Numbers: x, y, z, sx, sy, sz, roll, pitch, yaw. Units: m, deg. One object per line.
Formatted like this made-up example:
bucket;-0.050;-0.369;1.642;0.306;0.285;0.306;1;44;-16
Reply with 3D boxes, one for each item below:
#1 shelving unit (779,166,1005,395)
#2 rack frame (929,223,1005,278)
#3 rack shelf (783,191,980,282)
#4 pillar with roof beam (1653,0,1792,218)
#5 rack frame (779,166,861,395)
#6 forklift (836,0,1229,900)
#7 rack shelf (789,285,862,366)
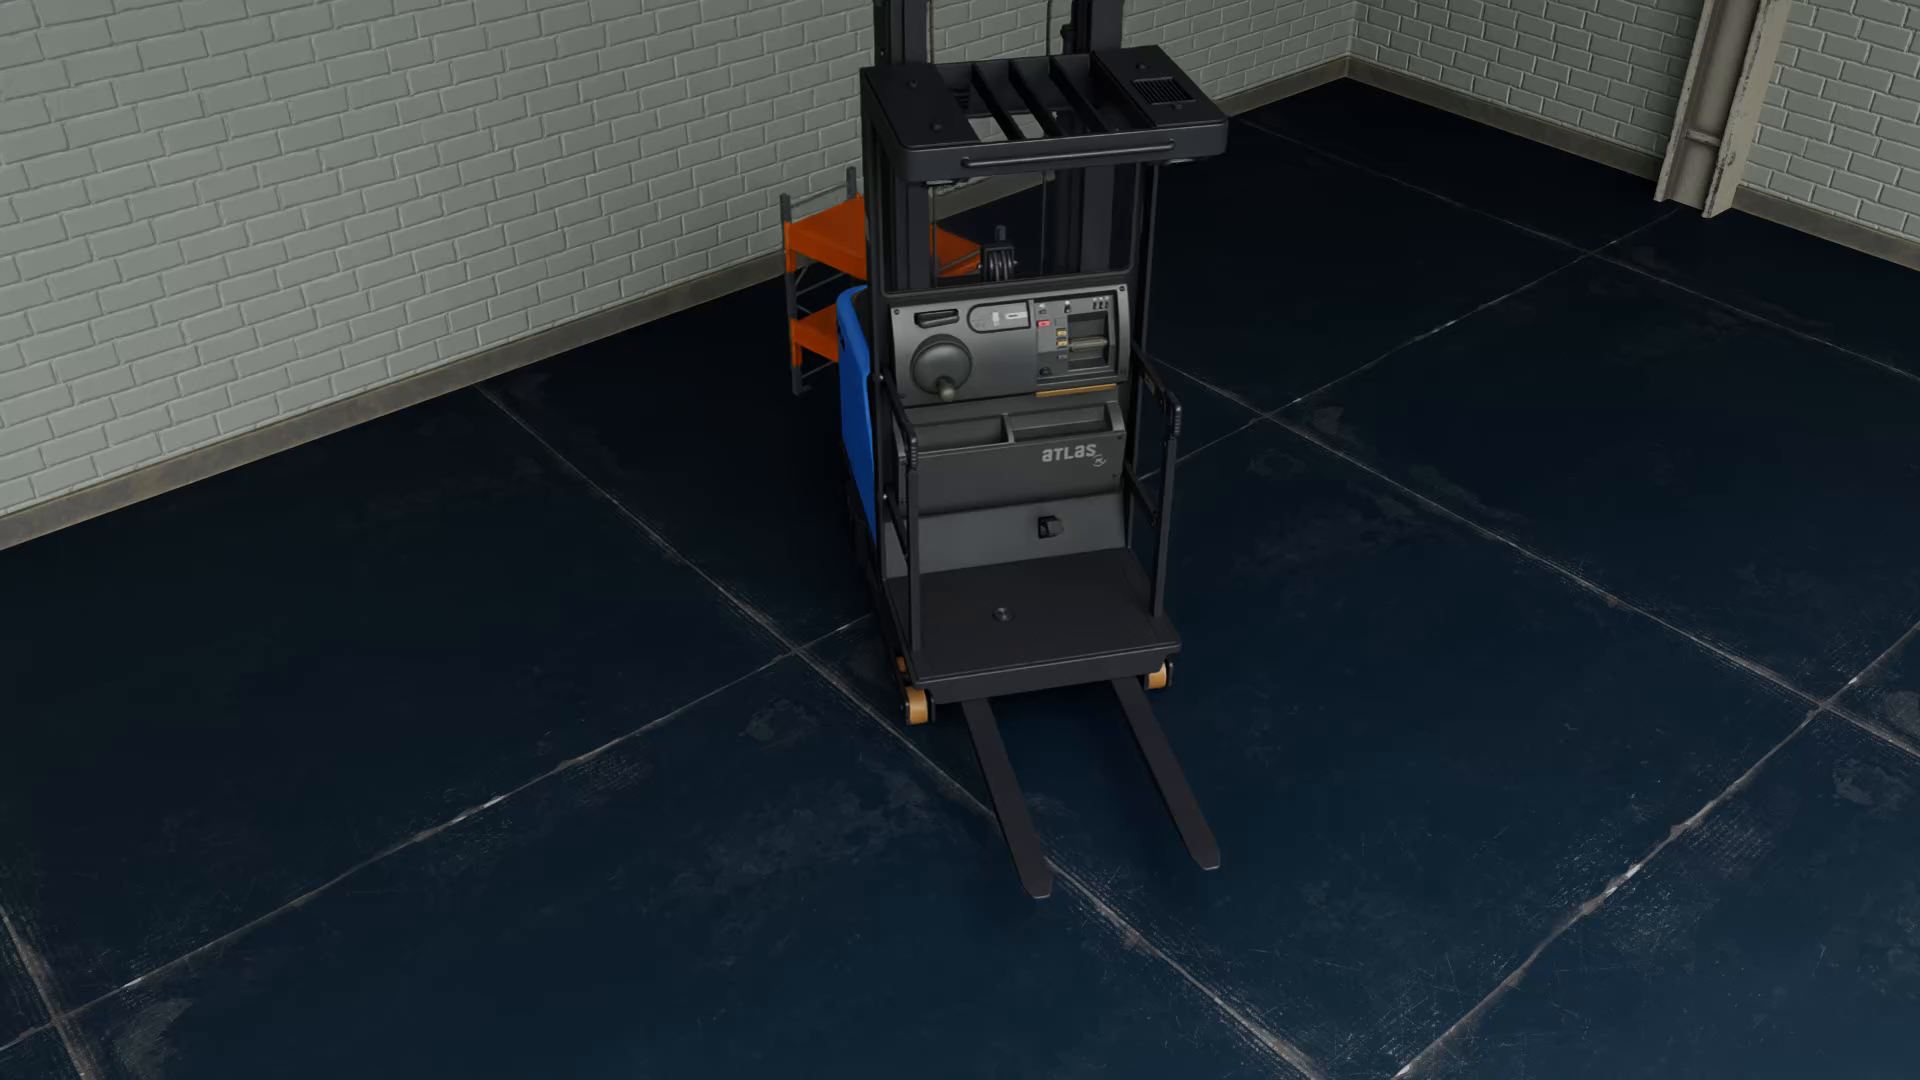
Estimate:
shelving unit;-0.338;-1.143;8.390;1.048;1.125;0.538;28;44;34
rack frame;0.035;-0.943;8.108;0.032;1.125;0.500;28;44;34
rack shelf;-0.338;-1.382;8.221;1.000;0.278;0.538;28;44;34
pillar with roof beam;1.500;-4.272;5.997;9.100;9.000;0.400;-26;43;-32
rack frame;-0.711;-1.343;8.672;0.032;1.125;0.500;28;44;34
forklift;0.247;-0.692;6.191;1.130;2.935;3.031;-7;36;-10
rack shelf;-0.338;-0.943;8.532;1.000;0.278;0.538;28;44;34
